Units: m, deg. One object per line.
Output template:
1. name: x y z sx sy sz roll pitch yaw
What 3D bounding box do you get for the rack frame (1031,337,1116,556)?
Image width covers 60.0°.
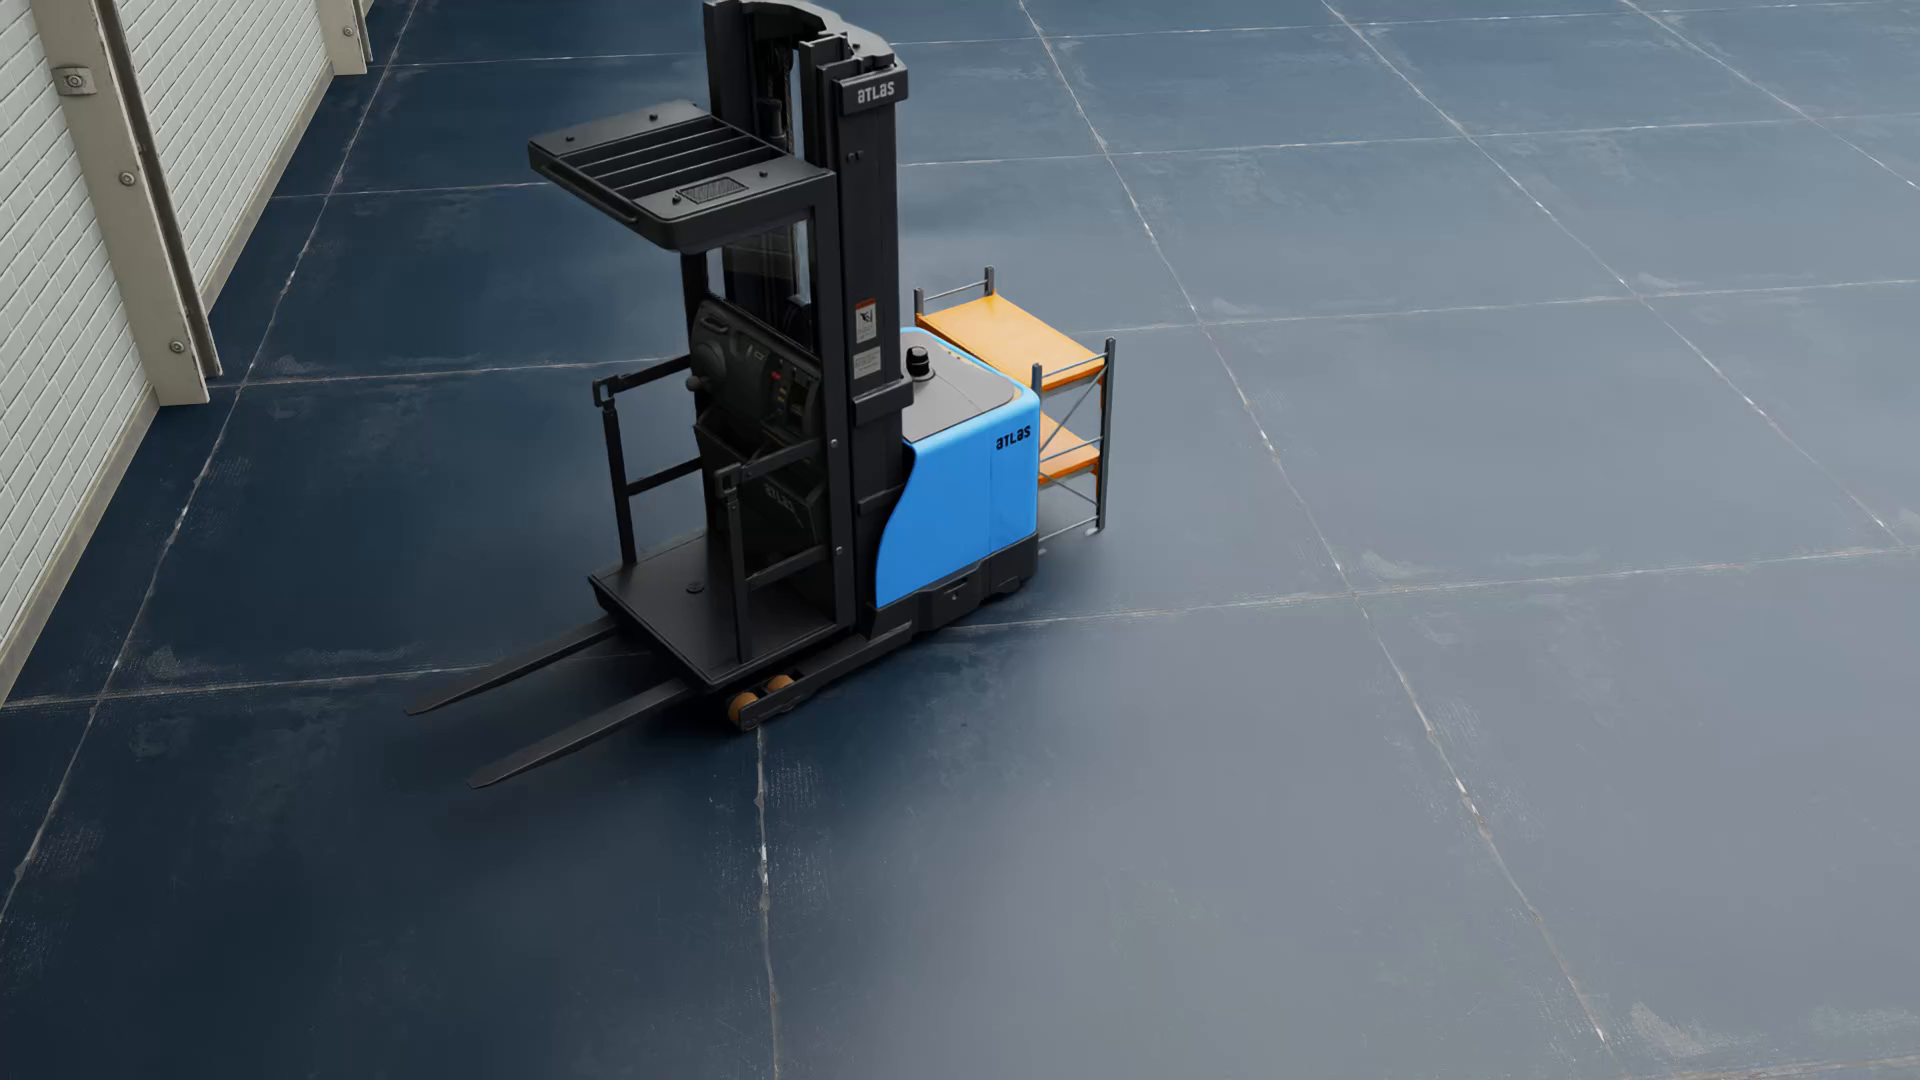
1. rack frame: 0.558 -0.454 8.417 0.500 1.125 0.032 -22 40 -28

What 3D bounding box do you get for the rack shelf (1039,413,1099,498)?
1. rack shelf: 0.265 -0.486 8.898 0.538 0.278 1.000 -22 40 -28

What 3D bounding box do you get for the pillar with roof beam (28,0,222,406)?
1. pillar with roof beam: -0.418 -4.964 8.044 9.100 9.000 0.400 -4 35 -6

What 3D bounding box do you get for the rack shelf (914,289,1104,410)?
1. rack shelf: 0.265 -0.929 8.595 0.538 0.278 1.000 -22 40 -28

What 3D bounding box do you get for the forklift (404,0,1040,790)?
1. forklift: -1.060 -0.691 7.162 3.031 2.935 1.130 -25 42 -32

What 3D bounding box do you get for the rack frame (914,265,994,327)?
1. rack frame: -0.028 -0.922 9.104 0.500 1.125 0.032 -22 40 -28

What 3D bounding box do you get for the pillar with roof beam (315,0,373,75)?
1. pillar with roof beam: -1.225 -8.313 12.957 9.100 9.000 0.400 -4 35 -6

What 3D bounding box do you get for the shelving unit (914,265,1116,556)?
1. shelving unit: 0.265 -0.688 8.760 0.538 1.125 1.048 -22 40 -28
